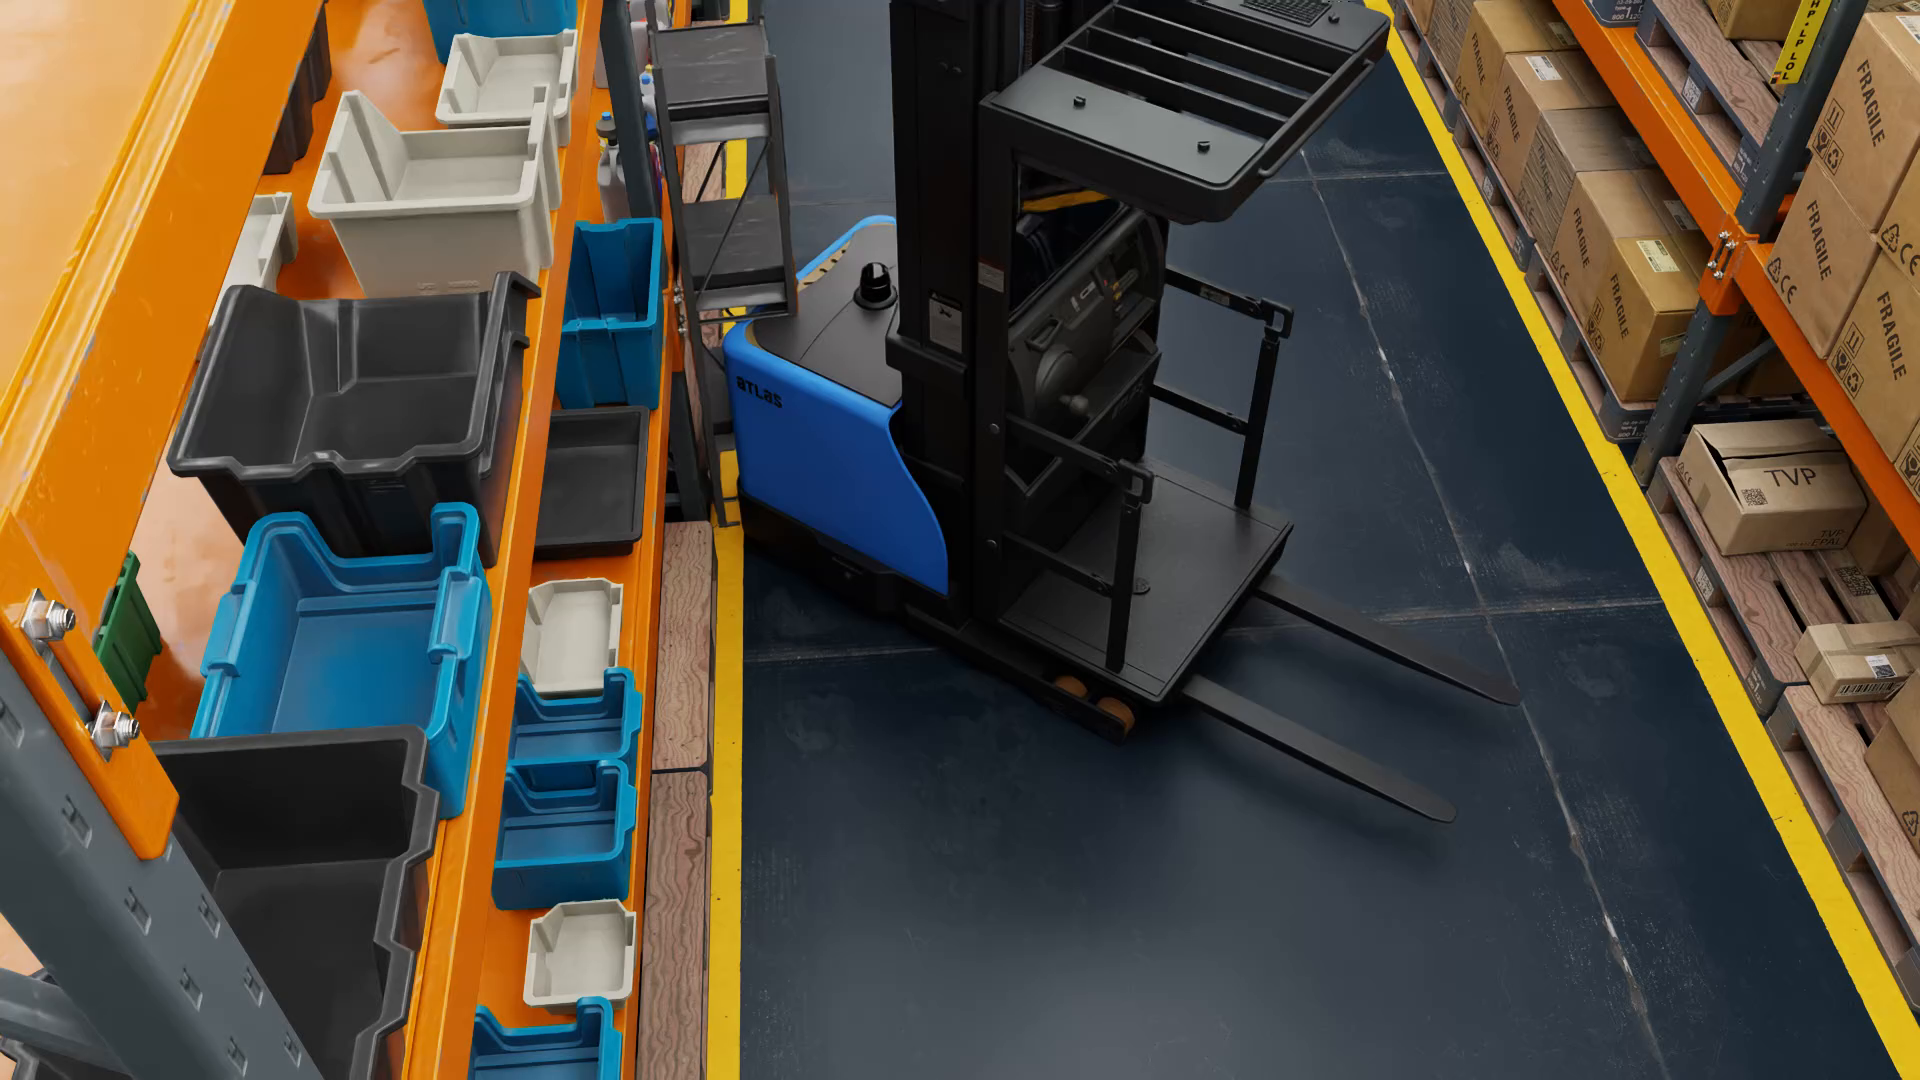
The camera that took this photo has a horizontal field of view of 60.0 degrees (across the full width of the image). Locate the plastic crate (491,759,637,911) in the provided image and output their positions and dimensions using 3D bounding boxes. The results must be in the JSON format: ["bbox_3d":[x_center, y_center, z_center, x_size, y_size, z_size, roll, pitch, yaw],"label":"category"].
[{"bbox_3d":[-1.010,0.752,4.183,0.416,0.233,0.300,-3,47,-3],"label":"plastic crate"}]

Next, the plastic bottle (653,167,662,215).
[{"bbox_3d":[-1.147,-1.279,6.113,0.061,0.283,0.133,-3,47,-3],"label":"plastic bottle"}]

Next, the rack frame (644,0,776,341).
[{"bbox_3d":[-0.889,-1.159,6.476,0.400,2.100,0.015,-8,46,-7],"label":"rack frame"}]

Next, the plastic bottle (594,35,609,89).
[{"bbox_3d":[-1.430,-2.004,6.804,0.152,0.276,0.135,-3,47,-3],"label":"plastic bottle"}]

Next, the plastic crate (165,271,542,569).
[{"bbox_3d":[-1.061,-0.266,3.050,0.504,0.338,0.767,-3,47,-3],"label":"plastic crate"}]

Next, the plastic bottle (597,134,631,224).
[{"bbox_3d":[-1.252,-1.315,6.100,0.144,0.351,0.185,-3,47,-3],"label":"plastic bottle"}]

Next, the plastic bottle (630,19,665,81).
[{"bbox_3d":[-1.278,-2.013,6.813,0.152,0.276,0.135,-3,47,-3],"label":"plastic bottle"}]

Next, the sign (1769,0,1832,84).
[{"bbox_3d":[2.842,-1.688,5.622,0.100,0.325,0.005,-3,47,-3],"label":"sign"}]

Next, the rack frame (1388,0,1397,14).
[{"bbox_3d":[3.060,-4.221,8.818,1.000,3.000,0.127,-3,47,-3],"label":"rack frame"}]

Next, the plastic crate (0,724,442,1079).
[{"bbox_3d":[-0.961,0.584,2.292,0.497,0.269,0.590,-3,47,-3],"label":"plastic crate"}]

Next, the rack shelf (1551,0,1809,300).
[{"bbox_3d":[3.227,-2.526,7.709,1.077,0.370,4.000,-3,47,-3],"label":"rack shelf"}]

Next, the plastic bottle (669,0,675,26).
[{"bbox_3d":[-1.288,-2.336,7.121,0.097,0.271,0.097,0,47,0],"label":"plastic bottle"}]

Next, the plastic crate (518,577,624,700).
[{"bbox_3d":[-1.096,0.283,4.692,0.293,0.136,0.466,-3,47,-3],"label":"plastic crate"}]

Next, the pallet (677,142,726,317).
[{"bbox_3d":[-1.670,-1.515,8.176,1.003,0.211,1.213,-3,47,-3],"label":"pallet"}]

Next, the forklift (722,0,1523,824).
[{"bbox_3d":[0.610,-0.706,5.537,3.031,2.935,1.130,26,52,23],"label":"forklift"}]

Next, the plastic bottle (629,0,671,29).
[{"bbox_3d":[-1.298,-2.181,6.972,0.152,0.276,0.135,-3,47,-3],"label":"plastic bottle"}]

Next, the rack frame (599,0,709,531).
[{"bbox_3d":[-1.542,-1.028,5.794,1.000,3.000,0.127,-3,47,-3],"label":"rack frame"}]

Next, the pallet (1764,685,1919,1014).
[{"bbox_3d":[3.556,1.014,5.781,1.003,0.211,1.213,-3,47,-3],"label":"pallet"}]

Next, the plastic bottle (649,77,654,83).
[{"bbox_3d":[-1.222,-1.739,6.604,0.097,0.201,0.097,0,47,0],"label":"plastic bottle"}]

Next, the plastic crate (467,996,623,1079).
[{"bbox_3d":[-0.954,1.228,3.732,0.416,0.233,0.300,-3,47,-3],"label":"plastic crate"}]

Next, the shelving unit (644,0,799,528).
[{"bbox_3d":[-0.844,-0.988,6.308,0.431,2.100,0.503,-8,46,-7],"label":"shelving unit"}]

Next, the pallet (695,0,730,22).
[{"bbox_3d":[-1.903,-3.526,10.081,1.003,0.211,1.213,-3,47,-3],"label":"pallet"}]

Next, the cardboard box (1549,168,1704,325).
[{"bbox_3d":[3.035,-1.316,7.486,0.500,0.500,0.500,-3,47,-3],"label":"cardboard box"}]

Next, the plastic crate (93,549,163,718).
[{"bbox_3d":[-1.574,0.211,2.701,0.450,0.188,0.336,-3,47,-3],"label":"plastic crate"}]

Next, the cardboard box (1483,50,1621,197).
[{"bbox_3d":[2.948,-2.047,8.178,0.500,0.500,0.500,-5,47,-5],"label":"cardboard box"}]

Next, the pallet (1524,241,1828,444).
[{"bbox_3d":[3.289,-0.954,7.645,1.003,0.211,1.213,-3,47,-3],"label":"pallet"}]

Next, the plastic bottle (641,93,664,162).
[{"bbox_3d":[-1.231,-1.608,6.429,0.152,0.276,0.135,-3,47,-3],"label":"plastic bottle"}]

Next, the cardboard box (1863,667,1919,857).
[{"bbox_3d":[3.557,0.740,5.536,0.797,0.503,0.637,-3,47,-3],"label":"cardboard box"}]

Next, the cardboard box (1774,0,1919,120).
[{"bbox_3d":[3.578,-1.862,6.226,0.700,0.500,0.500,-18,49,-16],"label":"cardboard box"}]

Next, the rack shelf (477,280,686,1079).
[{"bbox_3d":[-1.374,0.666,4.685,1.077,0.370,4.000,-3,47,-3],"label":"rack shelf"}]

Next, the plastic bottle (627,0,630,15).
[{"bbox_3d":[-1.440,-2.397,7.180,0.097,0.271,0.097,0,47,0],"label":"plastic bottle"}]

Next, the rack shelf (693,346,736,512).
[{"bbox_3d":[-0.844,-0.489,6.818,0.431,0.518,0.480,-8,46,-7],"label":"rack shelf"}]

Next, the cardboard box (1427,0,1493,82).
[{"bbox_3d":[2.863,-2.787,8.879,0.500,0.500,0.500,-5,47,-5],"label":"cardboard box"}]

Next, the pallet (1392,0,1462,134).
[{"bbox_3d":[3.085,-2.719,9.316,1.003,0.211,1.213,-3,47,-3],"label":"pallet"}]

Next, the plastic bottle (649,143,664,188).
[{"bbox_3d":[-1.186,-1.430,6.312,0.097,0.201,0.097,0,47,0],"label":"plastic bottle"}]

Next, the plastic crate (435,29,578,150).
[{"bbox_3d":[-1.056,-1.072,3.951,0.293,0.136,0.466,-3,47,-3],"label":"plastic crate"}]

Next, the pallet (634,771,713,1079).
[{"bbox_3d":[-1.336,1.345,5.467,1.003,0.211,1.213,-3,47,-3],"label":"pallet"}]

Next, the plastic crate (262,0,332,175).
[{"bbox_3d":[-1.711,-1.099,3.886,0.497,0.269,0.590,-3,47,-3],"label":"plastic crate"}]

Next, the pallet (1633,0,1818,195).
[{"bbox_3d":[3.437,-1.845,6.700,1.003,0.211,1.213,-3,47,-3],"label":"pallet"}]

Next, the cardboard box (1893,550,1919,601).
[{"bbox_3d":[3.816,0.165,6.325,0.380,0.149,0.250,-3,47,-3],"label":"cardboard box"}]

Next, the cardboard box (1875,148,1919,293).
[{"bbox_3d":[3.197,-0.973,4.985,0.500,0.500,0.500,-5,47,-5],"label":"cardboard box"}]

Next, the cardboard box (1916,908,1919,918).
[{"bbox_3d":[3.389,1.294,5.186,0.500,0.250,0.500,-3,47,-3],"label":"cardboard box"}]

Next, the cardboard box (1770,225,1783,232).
[{"bbox_3d":[3.541,-1.368,7.535,0.500,0.500,0.500,-3,47,-3],"label":"cardboard box"}]

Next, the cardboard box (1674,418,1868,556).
[{"bbox_3d":[3.214,-0.236,6.593,0.500,0.311,0.500,-3,47,-3],"label":"cardboard box"}]

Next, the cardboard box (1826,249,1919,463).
[{"bbox_3d":[3.212,-0.605,5.325,0.500,0.500,0.500,-3,47,-3],"label":"cardboard box"}]
